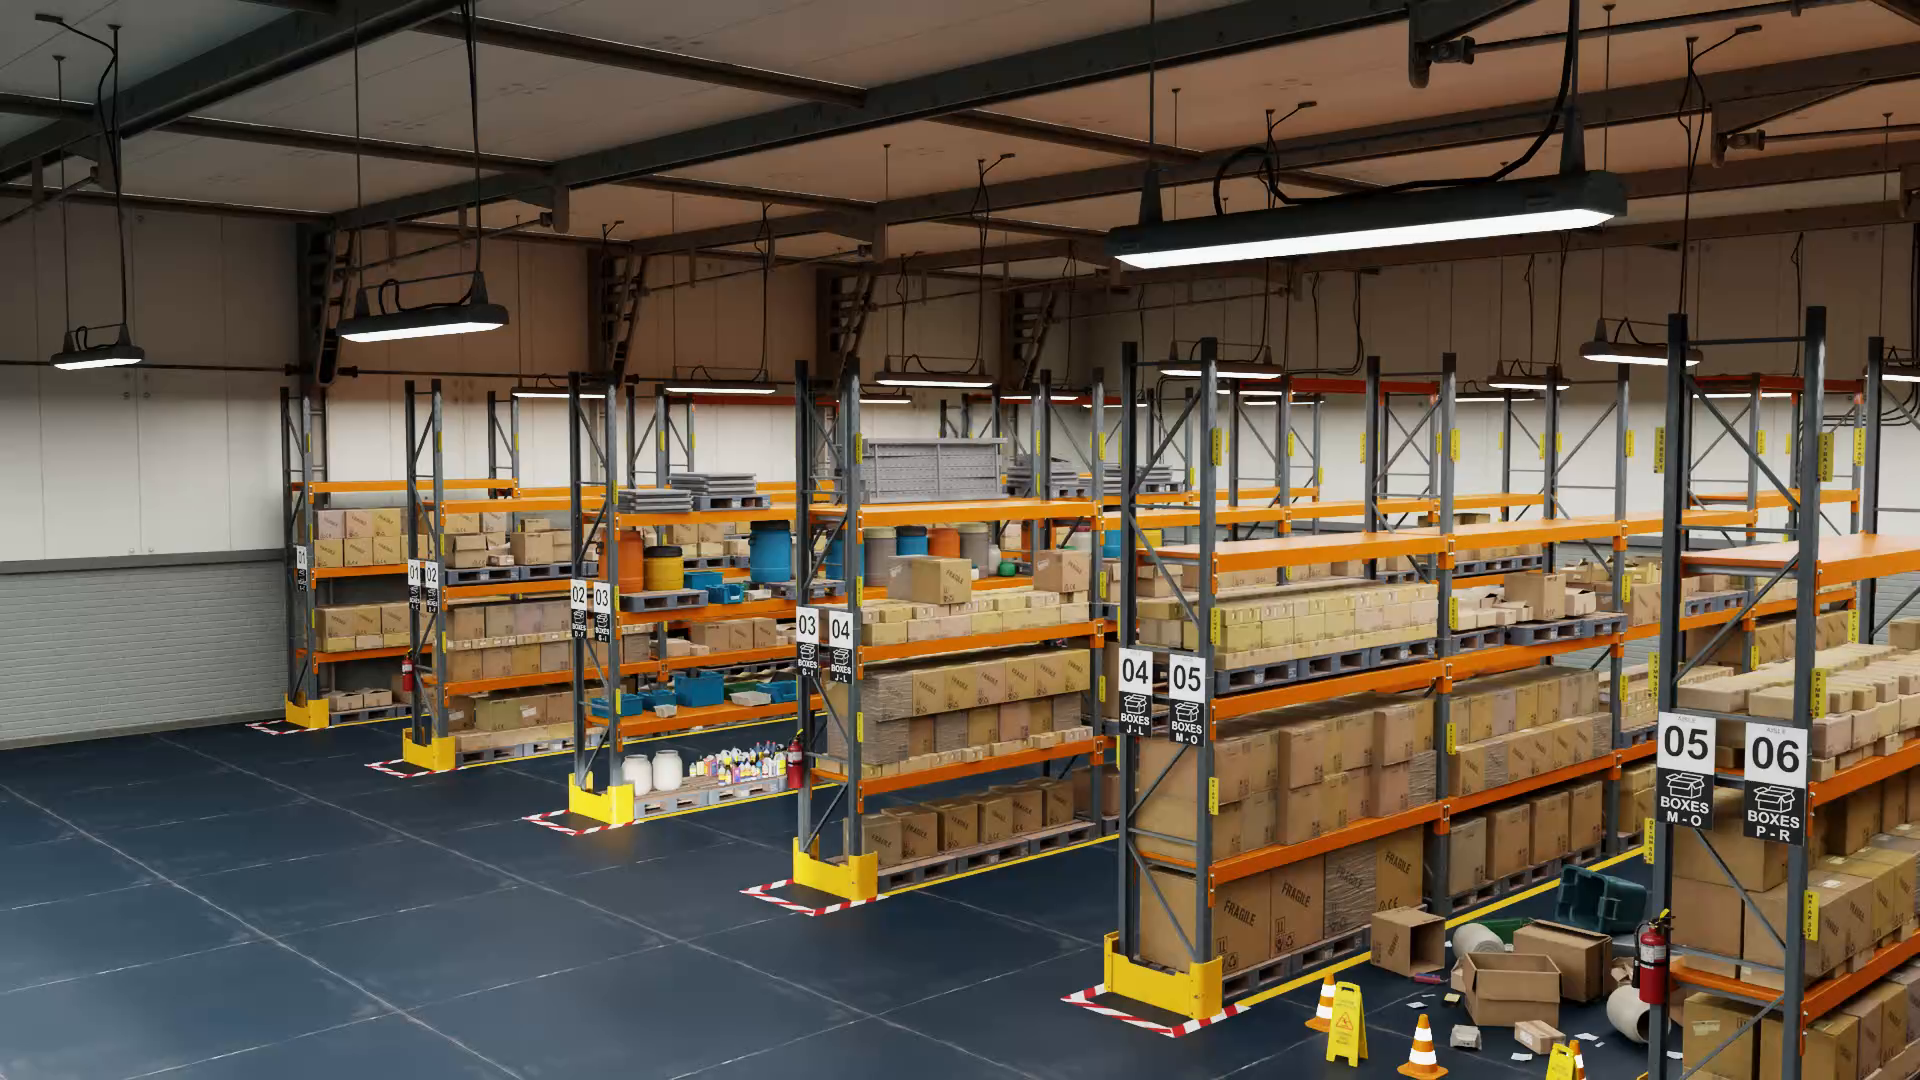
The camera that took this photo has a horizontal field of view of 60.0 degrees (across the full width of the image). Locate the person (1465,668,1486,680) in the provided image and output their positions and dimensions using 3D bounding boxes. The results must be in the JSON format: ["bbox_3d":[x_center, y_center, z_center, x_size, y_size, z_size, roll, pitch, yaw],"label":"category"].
[{"bbox_3d":[7.787,2.693,25.035,0.636,1.764,0.850,3,5,42],"label":"person"}]

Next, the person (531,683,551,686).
[{"bbox_3d":[-7.336,2.504,29.079,0.608,1.623,0.549,3,5,40],"label":"person"}]
